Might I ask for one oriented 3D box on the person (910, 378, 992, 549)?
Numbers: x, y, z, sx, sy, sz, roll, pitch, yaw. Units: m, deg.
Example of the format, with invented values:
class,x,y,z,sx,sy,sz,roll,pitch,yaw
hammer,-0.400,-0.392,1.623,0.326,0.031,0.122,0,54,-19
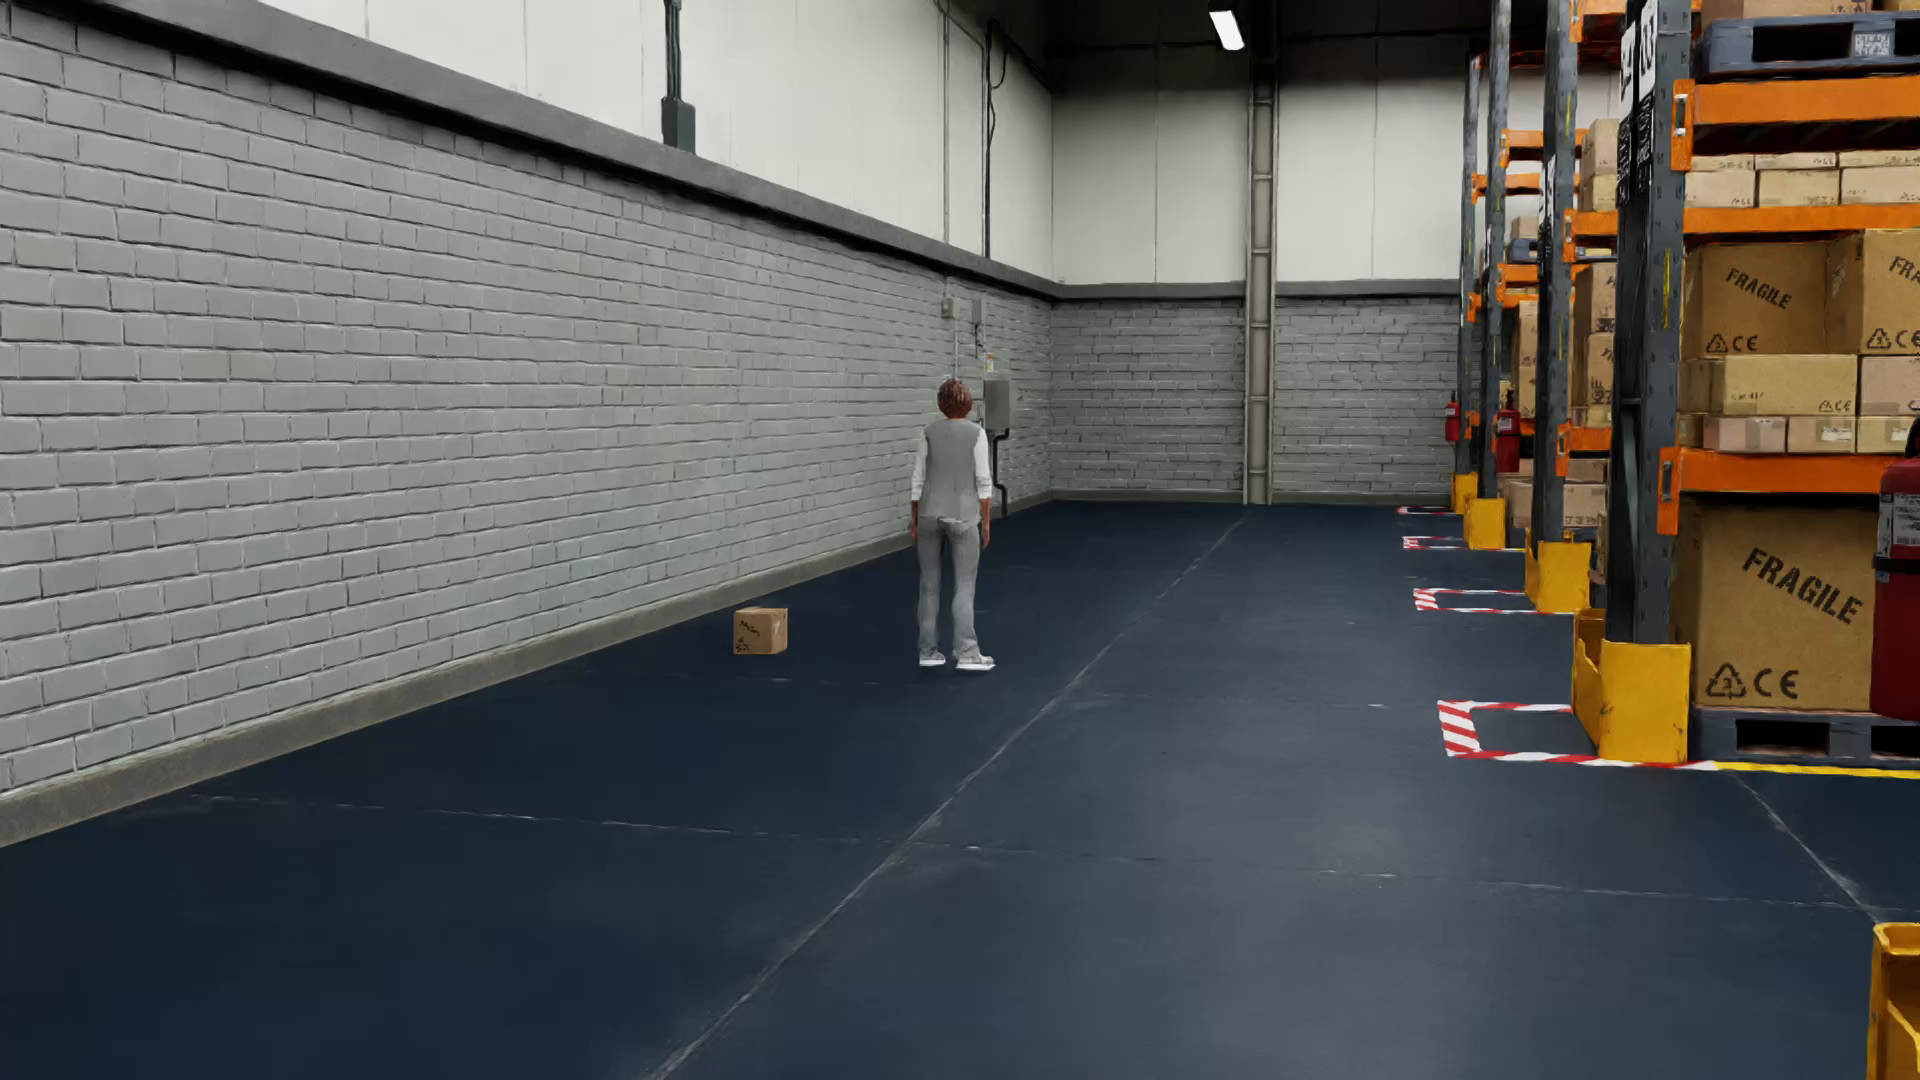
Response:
class,x,y,z,sx,sy,sz,roll,pitch,yaw
person,-0.059,-0.417,9.135,0.478,0.937,0.319,1,5,12
